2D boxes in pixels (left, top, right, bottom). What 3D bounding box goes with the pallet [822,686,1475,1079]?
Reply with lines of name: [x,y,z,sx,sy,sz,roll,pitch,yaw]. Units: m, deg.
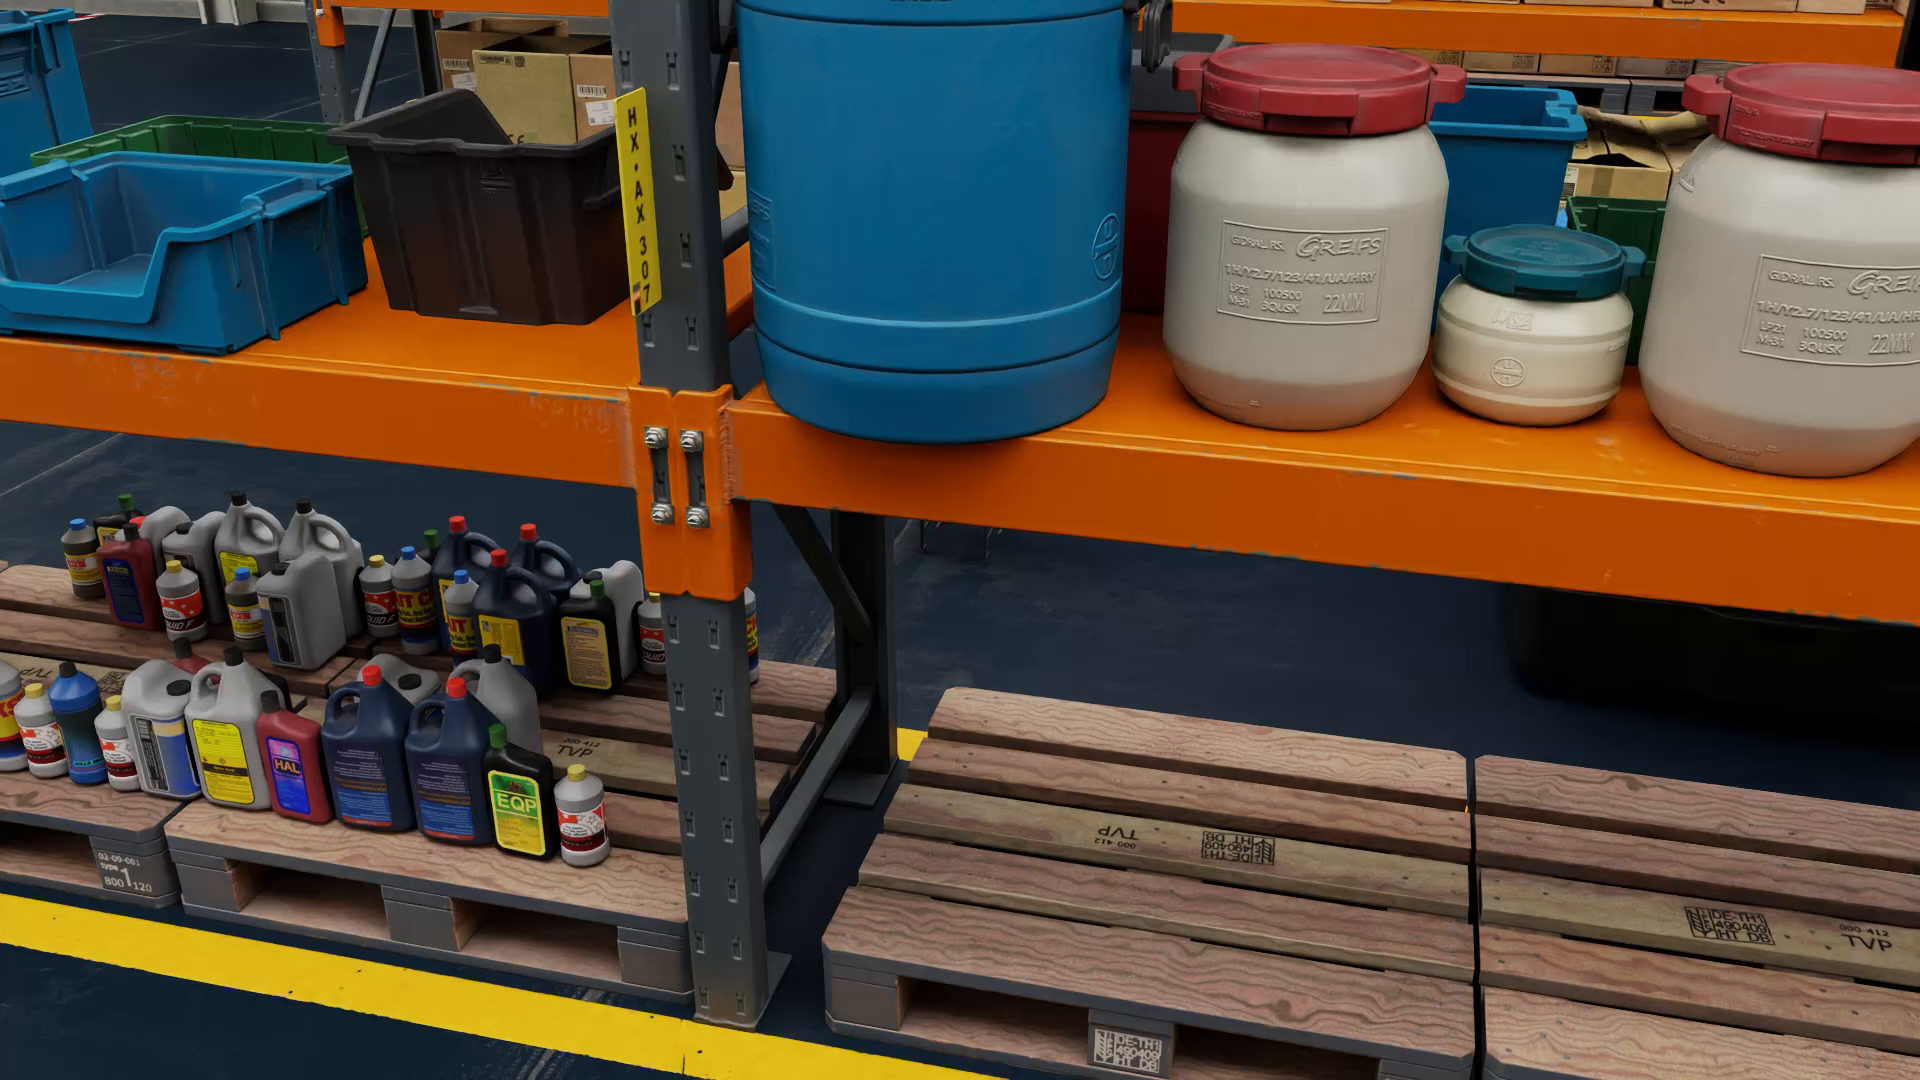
pallet: [0.435,0.718,3.497,1.213,0.211,1.003,6,26,13]

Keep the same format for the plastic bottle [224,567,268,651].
plastic bottle: [-1.776,0.166,4.156,0.097,0.201,0.097,0,25,0]

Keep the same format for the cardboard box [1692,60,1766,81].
cardboard box: [5.295,-3.431,11.363,0.500,0.500,0.700,7,26,14]

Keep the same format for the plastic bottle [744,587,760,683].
plastic bottle: [-0.535,0.208,3.987,0.097,0.271,0.097,0,25,0]

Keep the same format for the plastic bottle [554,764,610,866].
plastic bottle: [-0.765,0.547,3.356,0.097,0.201,0.097,0,25,0]

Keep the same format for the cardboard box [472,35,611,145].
cardboard box: [-2.024,-2.183,8.184,0.500,0.500,0.500,6,26,13]

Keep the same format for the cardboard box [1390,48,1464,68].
cardboard box: [3.362,-3.697,11.923,0.500,0.500,0.700,6,26,12]

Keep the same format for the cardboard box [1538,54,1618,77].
cardboard box: [4.337,-3.576,11.667,0.500,0.500,0.700,6,26,13]

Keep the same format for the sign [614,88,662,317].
sign: [-0.483,-0.506,2.502,0.005,0.325,0.100,6,26,13]

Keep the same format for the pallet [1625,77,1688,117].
pallet: [5.249,-3.131,11.580,1.213,0.211,1.003,6,26,13]

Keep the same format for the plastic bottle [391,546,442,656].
plastic bottle: [-1.349,0.145,4.119,0.097,0.271,0.097,0,25,0]

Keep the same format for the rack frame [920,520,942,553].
rack frame: [-0.091,-0.416,5.078,0.006,0.900,0.240,6,26,13]

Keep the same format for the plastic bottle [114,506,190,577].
plastic bottle: [-2.084,0.046,4.320,0.135,0.276,0.152,7,26,13]

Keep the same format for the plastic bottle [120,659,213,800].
plastic bottle: [-1.686,0.399,3.579,0.135,0.276,0.152,7,26,14]

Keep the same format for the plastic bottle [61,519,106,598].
plastic bottle: [-2.322,0.042,4.417,0.097,0.201,0.097,0,25,0]

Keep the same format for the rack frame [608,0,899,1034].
rack frame: [-0.336,-0.609,3.040,0.127,3.000,1.000,6,26,13]

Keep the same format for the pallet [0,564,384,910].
pallet: [-2.161,0.431,4.099,1.213,0.211,1.003,6,26,13]

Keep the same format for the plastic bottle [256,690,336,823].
plastic bottle: [-1.385,0.449,3.465,0.133,0.283,0.061,8,27,16]

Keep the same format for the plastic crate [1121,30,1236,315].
plastic crate: [0.210,-0.714,3.185,0.583,0.464,0.402,6,26,13]

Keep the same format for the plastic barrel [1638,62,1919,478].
plastic barrel: [1.247,-0.398,2.439,0.433,0.535,0.433,0,25,0]

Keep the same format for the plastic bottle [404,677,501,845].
plastic bottle: [-1.031,0.439,3.408,0.185,0.351,0.144,6,26,12]

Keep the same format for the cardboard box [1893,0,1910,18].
cardboard box: [3.836,-2.110,6.486,0.250,0.149,0.380,6,26,13]

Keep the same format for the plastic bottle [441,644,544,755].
plastic bottle: [-0.995,0.379,3.534,0.185,0.351,0.144,6,26,13]

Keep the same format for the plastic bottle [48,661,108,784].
plastic bottle: [-1.906,0.389,3.606,0.097,0.271,0.097,0,25,0]

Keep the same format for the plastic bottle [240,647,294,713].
plastic bottle: [-1.529,0.369,3.633,0.133,0.283,0.061,6,26,13]

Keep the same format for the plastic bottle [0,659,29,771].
plastic bottle: [-2.102,0.367,3.651,0.097,0.271,0.097,0,25,0]

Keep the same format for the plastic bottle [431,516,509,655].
plastic bottle: [-1.197,0.109,4.102,0.185,0.351,0.144,5,26,11]

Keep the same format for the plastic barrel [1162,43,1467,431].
plastic barrel: [0.536,-0.477,2.604,0.433,0.535,0.433,0,25,0]

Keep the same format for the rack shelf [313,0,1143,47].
rack shelf: [-1.035,-2.560,7.975,4.000,0.370,1.077,6,26,13]

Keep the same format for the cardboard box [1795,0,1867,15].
cardboard box: [3.526,-2.242,6.763,0.250,0.149,0.380,8,27,17]

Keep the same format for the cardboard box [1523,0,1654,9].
cardboard box: [2.637,-2.517,6.931,0.500,0.500,0.500,6,26,13]

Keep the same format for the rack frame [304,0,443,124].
rack frame: [-2.972,-3.099,8.270,0.127,3.000,1.000,6,26,13]

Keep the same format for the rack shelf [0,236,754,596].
rack shelf: [-2.273,-0.498,3.644,4.000,0.370,1.077,6,26,13]

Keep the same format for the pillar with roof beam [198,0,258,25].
pillar with roof beam: [-7.732,-7.006,9.497,0.400,9.000,9.100,6,26,13]

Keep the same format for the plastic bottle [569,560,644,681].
plastic bottle: [-0.855,0.182,4.035,0.135,0.276,0.152,7,26,15]

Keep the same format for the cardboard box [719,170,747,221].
cardboard box: [-1.056,-1.736,8.117,0.500,0.250,0.500,6,26,13]

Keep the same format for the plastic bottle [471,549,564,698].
plastic bottle: [-1.050,0.189,3.933,0.185,0.351,0.144,6,26,13]

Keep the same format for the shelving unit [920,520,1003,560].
shelving unit: [0.008,-0.405,5.055,0.210,0.900,0.258,6,26,13]

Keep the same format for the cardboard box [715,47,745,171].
cardboard box: [-1.056,-2.074,7.955,0.500,0.500,0.500,6,26,13]

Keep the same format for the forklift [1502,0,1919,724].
forklift: [3.038,-0.970,3.878,3.031,2.935,1.130,7,26,14]

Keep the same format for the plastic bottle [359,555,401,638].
plastic bottle: [-1.465,0.136,4.218,0.097,0.201,0.097,0,25,0]

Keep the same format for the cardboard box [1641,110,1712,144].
cardboard box: [3.337,-1.731,7.453,0.500,0.311,0.500,6,26,12]

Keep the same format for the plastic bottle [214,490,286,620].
plastic bottle: [-1.789,0.043,4.239,0.185,0.351,0.144,7,26,15]

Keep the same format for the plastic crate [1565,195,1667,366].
plastic crate: [1.421,-0.444,2.941,0.662,0.188,0.450,6,26,13]

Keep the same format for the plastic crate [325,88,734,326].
plastic crate: [-0.811,-0.690,3.282,0.504,0.338,0.767,6,26,13]

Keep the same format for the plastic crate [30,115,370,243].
plastic crate: [-1.580,-0.776,3.638,0.662,0.188,0.450,6,26,13]

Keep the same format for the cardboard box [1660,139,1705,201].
cardboard box: [3.214,-1.506,6.981,0.500,0.311,0.500,6,26,13]
